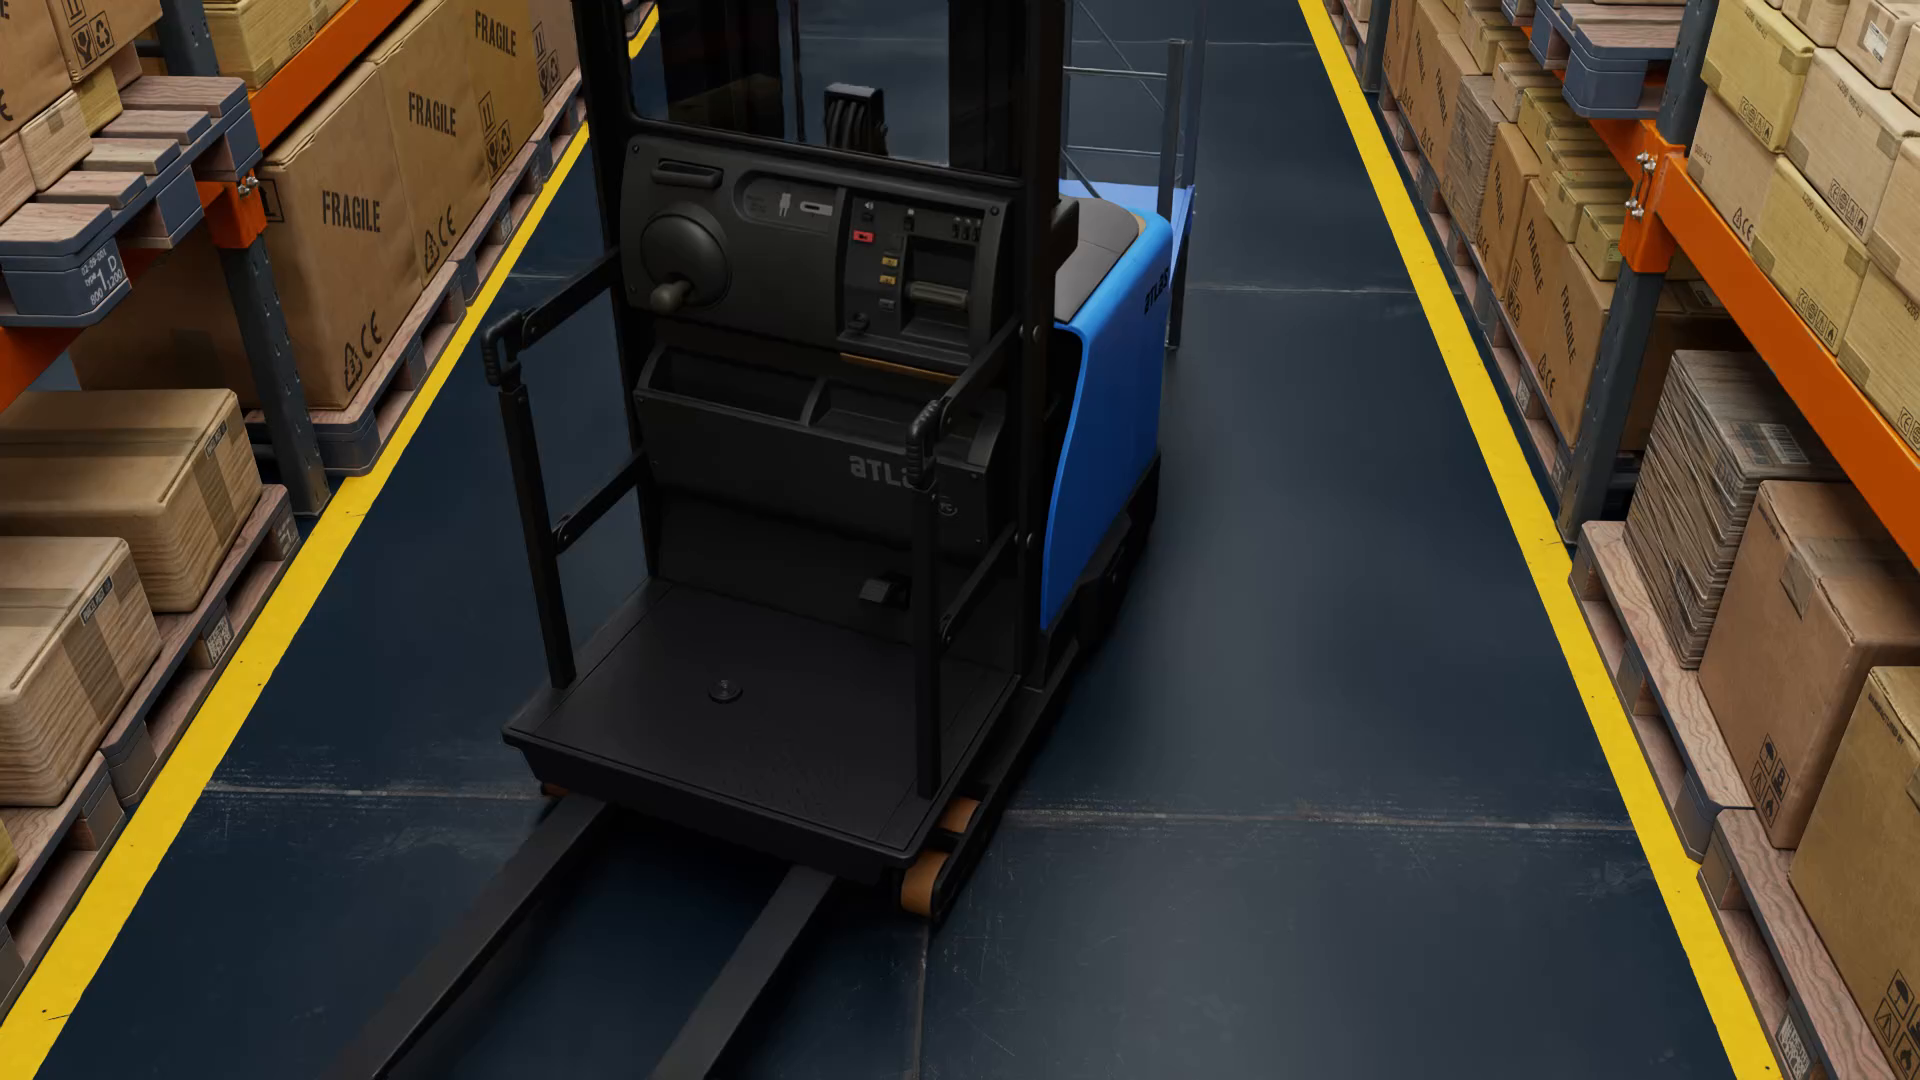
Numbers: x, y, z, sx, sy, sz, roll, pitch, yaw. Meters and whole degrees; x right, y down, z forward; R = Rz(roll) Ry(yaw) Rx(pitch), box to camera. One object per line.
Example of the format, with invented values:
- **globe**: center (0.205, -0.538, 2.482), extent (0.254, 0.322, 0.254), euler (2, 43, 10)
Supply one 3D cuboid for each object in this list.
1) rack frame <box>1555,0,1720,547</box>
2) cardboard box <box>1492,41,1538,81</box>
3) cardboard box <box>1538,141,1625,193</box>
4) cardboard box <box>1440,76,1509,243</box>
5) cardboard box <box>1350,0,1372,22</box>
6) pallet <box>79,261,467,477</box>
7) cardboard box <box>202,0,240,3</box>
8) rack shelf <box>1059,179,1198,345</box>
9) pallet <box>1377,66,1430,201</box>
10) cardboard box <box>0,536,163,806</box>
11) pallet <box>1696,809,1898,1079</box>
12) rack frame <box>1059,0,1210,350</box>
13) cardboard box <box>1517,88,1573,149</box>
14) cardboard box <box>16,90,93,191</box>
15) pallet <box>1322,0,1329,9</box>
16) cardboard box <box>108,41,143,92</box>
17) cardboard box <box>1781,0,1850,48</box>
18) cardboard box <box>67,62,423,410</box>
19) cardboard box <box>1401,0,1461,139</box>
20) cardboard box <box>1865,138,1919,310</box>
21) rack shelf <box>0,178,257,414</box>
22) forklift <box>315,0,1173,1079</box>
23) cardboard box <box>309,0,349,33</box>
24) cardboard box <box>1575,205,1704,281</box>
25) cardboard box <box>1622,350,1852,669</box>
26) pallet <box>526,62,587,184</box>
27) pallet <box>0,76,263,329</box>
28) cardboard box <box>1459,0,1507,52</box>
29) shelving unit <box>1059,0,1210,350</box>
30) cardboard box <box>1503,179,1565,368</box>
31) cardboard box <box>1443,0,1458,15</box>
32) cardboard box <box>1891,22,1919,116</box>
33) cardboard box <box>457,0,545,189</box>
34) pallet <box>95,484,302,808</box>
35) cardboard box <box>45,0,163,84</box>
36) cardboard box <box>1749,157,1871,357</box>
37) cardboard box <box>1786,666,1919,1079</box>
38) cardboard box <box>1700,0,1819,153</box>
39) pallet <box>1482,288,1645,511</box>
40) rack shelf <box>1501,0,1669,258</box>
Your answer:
- **rack frame**: center (2.401, -1.230, 4.391), extent (1.000, 3.000, 0.127), euler (1, 35, 2)
- **cardboard box**: center (2.310, -1.835, 6.497), extent (0.380, 0.149, 0.250), euler (1, 35, 2)
- **cardboard box**: center (2.202, -1.242, 5.653), extent (0.380, 0.149, 0.250), euler (0, 35, 0)
- **cardboard box**: center (2.254, -1.514, 6.604), extent (0.500, 0.500, 0.500), euler (0, 35, 0)
- **cardboard box**: center (2.291, -2.860, 8.825), extent (0.380, 0.149, 0.250), euler (0, 35, 0)
- **pallet**: center (-2.452, -0.653, 5.995), extent (1.003, 0.211, 1.213), euler (1, 35, 2)
- **cardboard box**: center (-2.292, -1.771, 4.857), extent (0.500, 0.250, 0.500), euler (1, 35, 2)
- **rack shelf**: center (0.481, -0.934, 5.588), extent (0.538, 0.185, 1.000), euler (7, 36, 10)
- **pallet**: center (2.567, -1.919, 7.797), extent (1.003, 0.211, 1.213), euler (1, 35, 2)
- **cardboard box**: center (-2.613, 0.309, 4.121), extent (0.950, 0.372, 0.625), euler (1, 35, 1)
- **pallet**: center (2.277, 1.082, 3.527), extent (1.003, 0.211, 1.213), euler (1, 35, 2)
- **rack frame**: center (0.584, -1.368, 5.892), extent (0.500, 1.500, 0.032), euler (7, 36, 10)
- **cardboard box**: center (2.268, -1.536, 6.071), extent (0.380, 0.149, 0.250), euler (1, 35, 1)
- **cardboard box**: center (-2.241, -0.916, 3.798), extent (0.380, 0.149, 0.250), euler (1, 35, 1)
- **pallet**: center (2.637, -3.484, 10.025), extent (1.003, 0.211, 1.213), euler (1, 35, 2)
- **cardboard box**: center (-2.337, -1.218, 4.227), extent (0.380, 0.149, 0.250), euler (3, 35, 4)
- **cardboard box**: center (2.085, -1.207, 3.707), extent (0.380, 0.149, 0.250), euler (2, 35, 3)
- **cardboard box**: center (-2.448, -1.040, 5.603), extent (0.875, 0.875, 0.875), euler (1, 35, 1)
- **cardboard box**: center (2.306, -2.098, 7.436), extent (0.500, 0.500, 0.500), euler (1, 35, 1)
- **cardboard box**: center (2.079, -0.536, 3.099), extent (0.500, 0.250, 0.500), euler (0, 35, 1)
- **rack shelf**: center (-2.639, 0.101, 3.123), extent (1.077, 0.370, 4.000), euler (1, 35, 2)
- **forklift**: center (-0.423, -0.581, 3.527), extent (1.130, 2.935, 3.031), euler (14, 37, 19)
- **cardboard box**: center (-2.285, -1.852, 5.407), extent (0.500, 0.250, 0.500), euler (0, 35, 1)
- **cardboard box**: center (2.168, -0.934, 5.215), extent (0.380, 0.149, 0.250), euler (0, 35, 0)
- **cardboard box**: center (2.362, -0.072, 4.444), extent (0.875, 0.625, 0.625), euler (2, 35, 3)
- **pallet**: center (-2.354, -2.055, 7.990), extent (1.003, 0.211, 1.213), euler (1, 35, 2)
- **pallet**: center (-2.481, -0.852, 4.020), extent (1.213, 0.211, 1.003), euler (1, 35, 2)
- **cardboard box**: center (2.304, -2.133, 6.922), extent (0.380, 0.149, 0.250), euler (1, 35, 2)
- **shelving unit**: center (0.481, -1.081, 5.484), extent (0.538, 1.500, 1.048), euler (7, 36, 10)
- **cardboard box**: center (2.234, -0.914, 5.751), extent (0.500, 0.500, 0.500), euler (1, 35, 1)
- **cardboard box**: center (2.349, -2.434, 7.349), extent (0.380, 0.149, 0.250), euler (0, 35, -1)
- **cardboard box**: center (2.102, -0.908, 3.282), extent (0.380, 0.149, 0.250), euler (2, 35, 2)
- **cardboard box**: center (-2.372, -2.066, 7.063), extent (0.875, 0.875, 0.875), euler (2, 35, 3)
- **pallet**: center (-2.592, 0.247, 4.714), extent (1.003, 0.211, 1.213), euler (1, 35, 2)
- **cardboard box**: center (-2.299, -1.409, 3.936), extent (0.500, 0.500, 0.500), euler (0, 35, 1)
- **cardboard box**: center (2.114, -0.630, 3.669), extent (0.500, 0.250, 0.500), euler (1, 35, 1)
- **cardboard box**: center (2.317, 0.690, 3.359), extent (0.875, 0.625, 0.625), euler (0, 35, 0)
- **cardboard box**: center (2.114, -1.124, 3.937), extent (0.500, 0.250, 0.500), euler (1, 35, 2)
- **pallet**: center (2.469, -0.517, 5.802), extent (1.003, 0.211, 1.213), euler (1, 35, 2)
- **rack shelf**: center (2.481, -2.085, 6.233), extent (1.077, 0.370, 4.000), euler (1, 35, 2)
